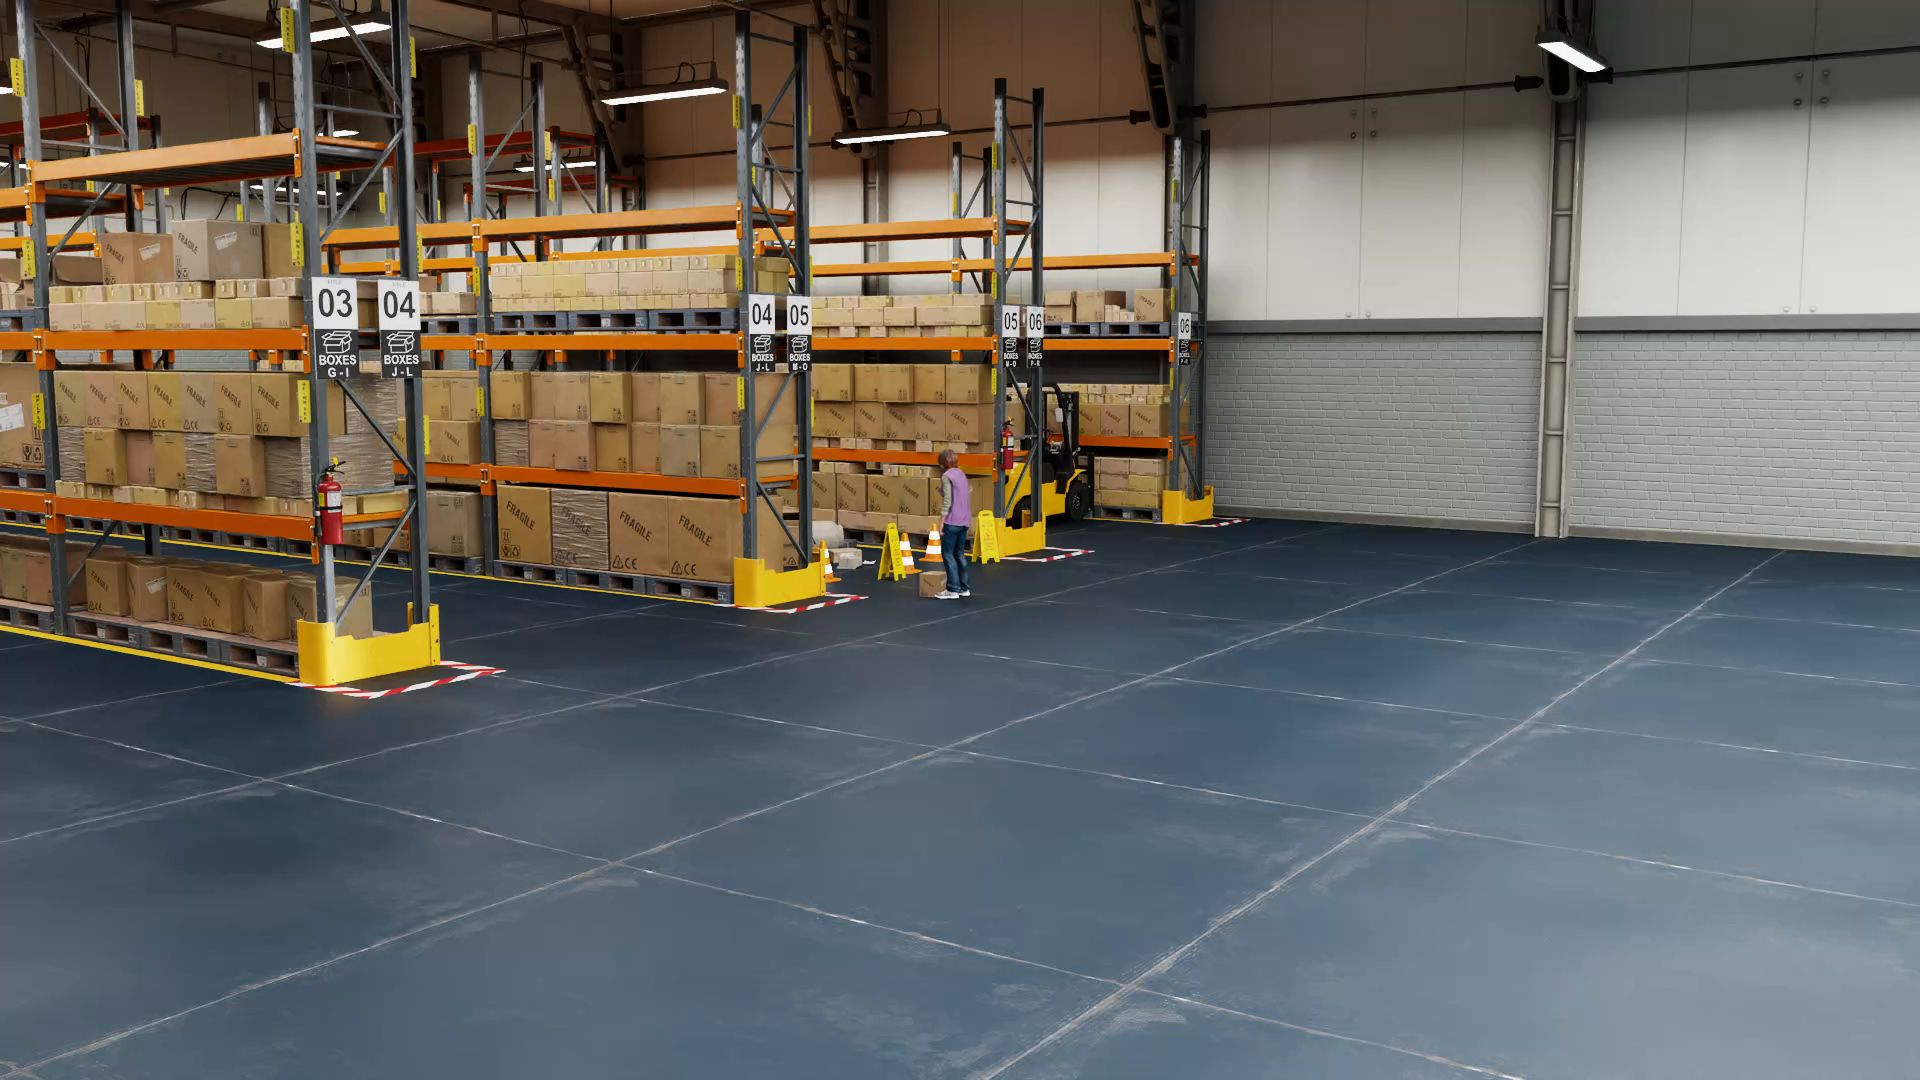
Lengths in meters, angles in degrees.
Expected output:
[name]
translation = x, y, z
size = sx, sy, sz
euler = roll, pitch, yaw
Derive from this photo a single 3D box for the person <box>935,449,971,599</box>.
[person]
translation = -0.068, -0.174, 17.720
size = 0.347, 1.593, 0.476
euler = 4, 8, 32
